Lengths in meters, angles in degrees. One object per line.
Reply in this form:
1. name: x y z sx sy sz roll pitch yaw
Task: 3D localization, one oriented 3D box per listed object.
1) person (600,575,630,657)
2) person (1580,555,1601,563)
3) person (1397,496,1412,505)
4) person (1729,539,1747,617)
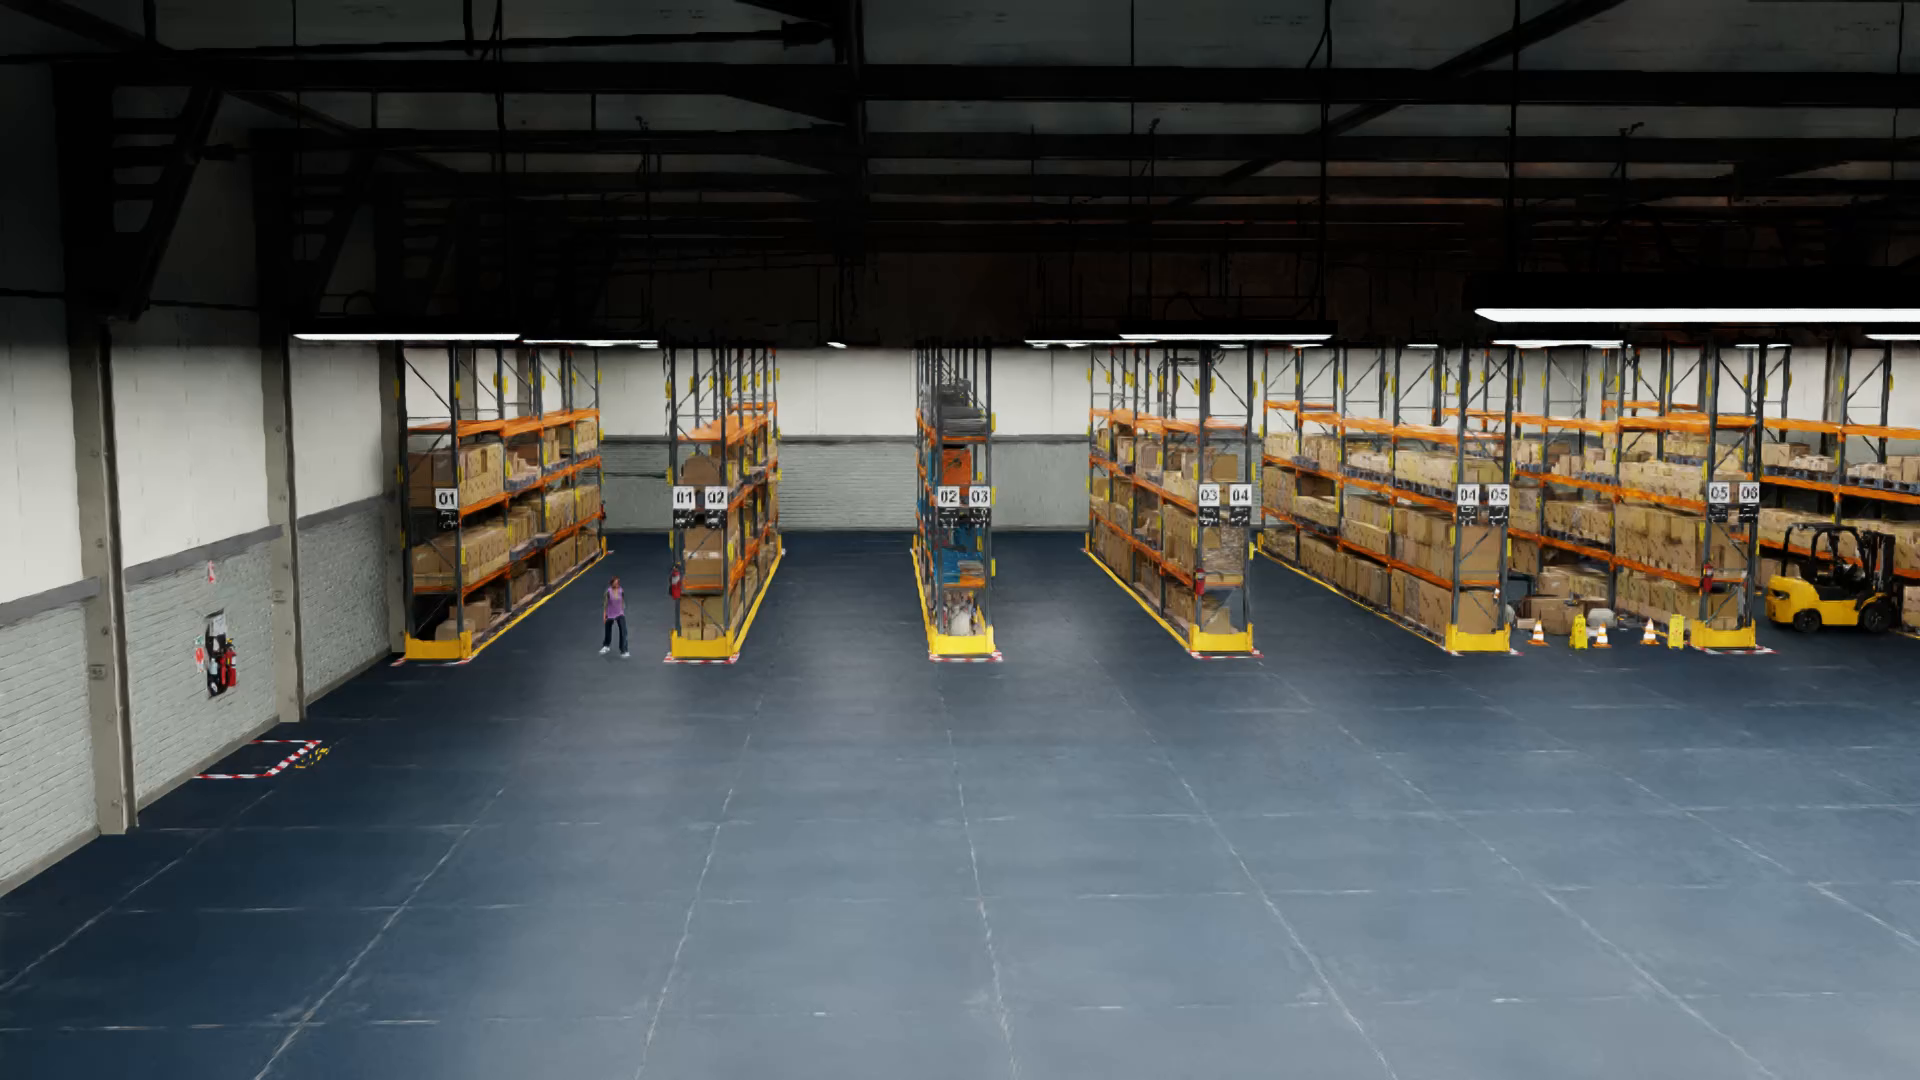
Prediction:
1. person: -6.499 1.411 31.244 0.454 1.534 0.878 -3 7 -25
2. person: 17.138 -0.230 45.142 0.540 1.645 0.591 2 7 16
3. person: 14.149 -1.157 52.720 0.526 1.771 0.753 -5 8 -35
4. person: 16.739 0.818 35.914 0.478 1.660 0.523 3 7 26
